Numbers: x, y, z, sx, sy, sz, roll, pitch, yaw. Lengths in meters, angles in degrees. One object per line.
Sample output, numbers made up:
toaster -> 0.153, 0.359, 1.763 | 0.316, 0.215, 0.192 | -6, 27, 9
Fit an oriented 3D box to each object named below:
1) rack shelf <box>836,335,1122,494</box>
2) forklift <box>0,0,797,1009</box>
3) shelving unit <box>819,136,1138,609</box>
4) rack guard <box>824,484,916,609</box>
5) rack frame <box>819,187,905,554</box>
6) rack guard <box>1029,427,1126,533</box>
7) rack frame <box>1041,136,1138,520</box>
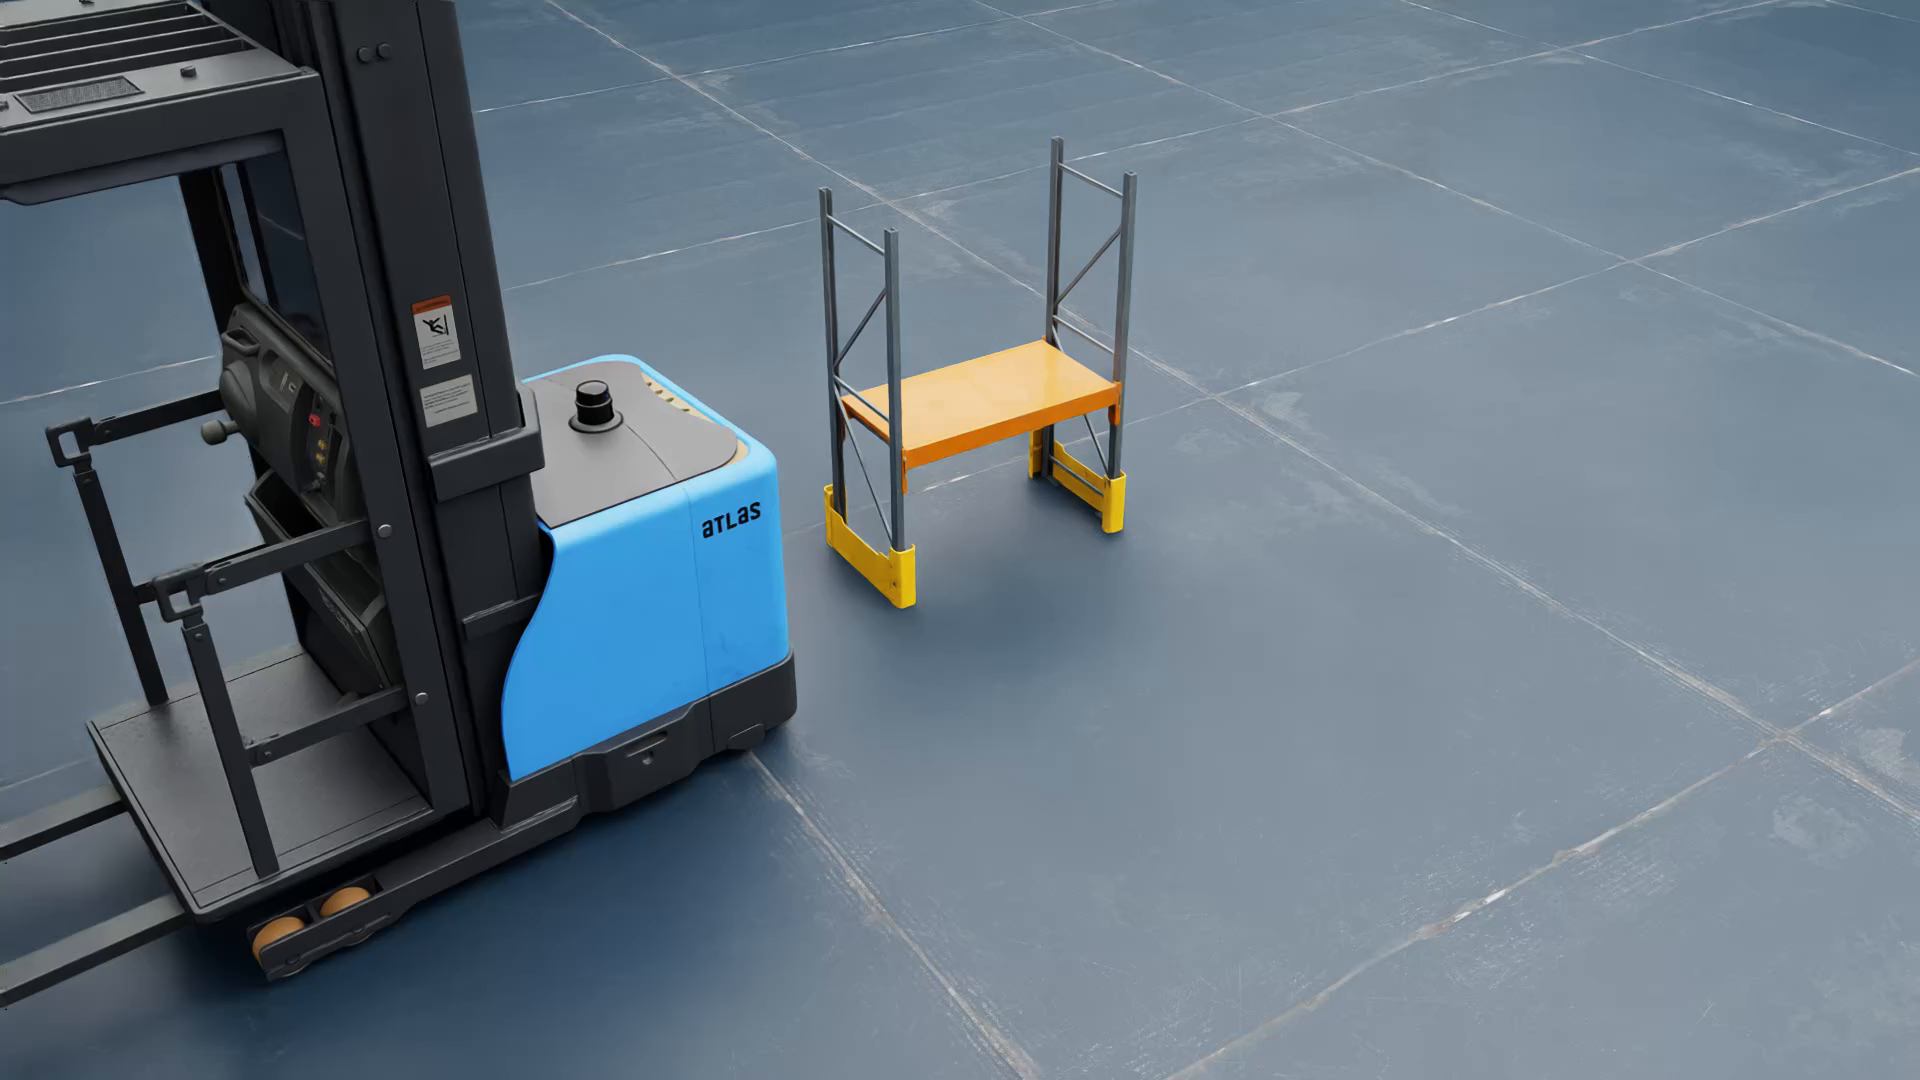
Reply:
rack shelf -> 0.072, -0.507, 6.485 | 1.000, 0.185, 0.538 | -19, 37, -27
forklift -> -2.024, -0.309, 4.492 | 3.031, 2.935, 1.130 | -23, 39, -32
shelving unit -> 0.064, -0.656, 6.385 | 1.083, 1.500, 0.587 | -19, 37, -27
rack guard -> -0.355, 0.016, 6.490 | 0.087, 0.250, 0.587 | -19, 37, -27
rack frame -> -0.356, -0.512, 6.156 | 0.032, 1.500, 0.500 | -19, 37, -27
rack guard -> 0.483, -0.272, 6.946 | 0.087, 0.250, 0.587 | -19, 37, -27
rack frame -> 0.499, -0.806, 6.622 | 0.032, 1.500, 0.500 | -19, 37, -27
